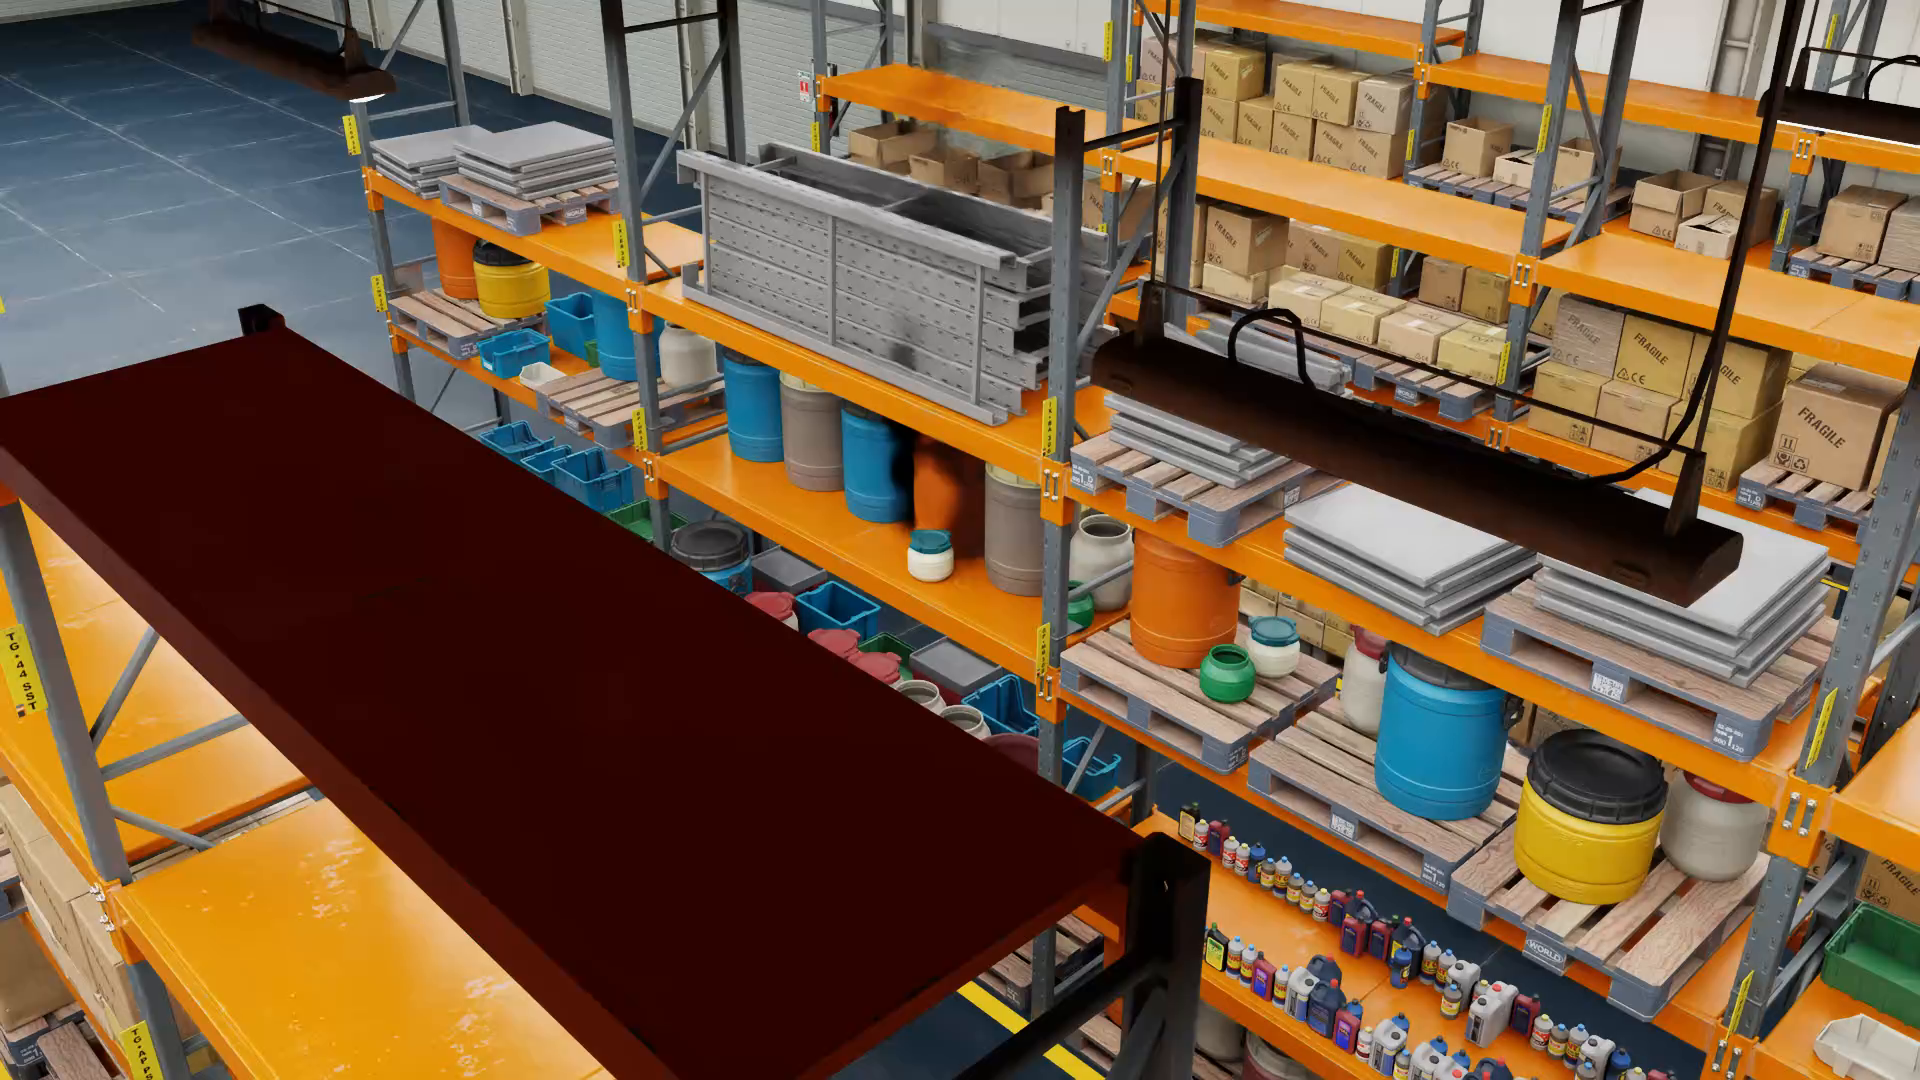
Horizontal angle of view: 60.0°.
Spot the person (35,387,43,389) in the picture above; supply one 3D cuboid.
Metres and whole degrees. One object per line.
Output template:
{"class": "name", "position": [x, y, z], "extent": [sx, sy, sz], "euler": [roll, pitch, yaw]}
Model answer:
{"class": "person", "position": [-8.832, -0.666, 16.255], "extent": [0.594, 1.743, 0.675], "euler": [-4, 28, -7]}

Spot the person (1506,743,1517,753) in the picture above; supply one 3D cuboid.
{"class": "person", "position": [3.517, 1.874, 11.397], "extent": [0.857, 1.657, 0.657], "euler": [22, 35, 35]}
